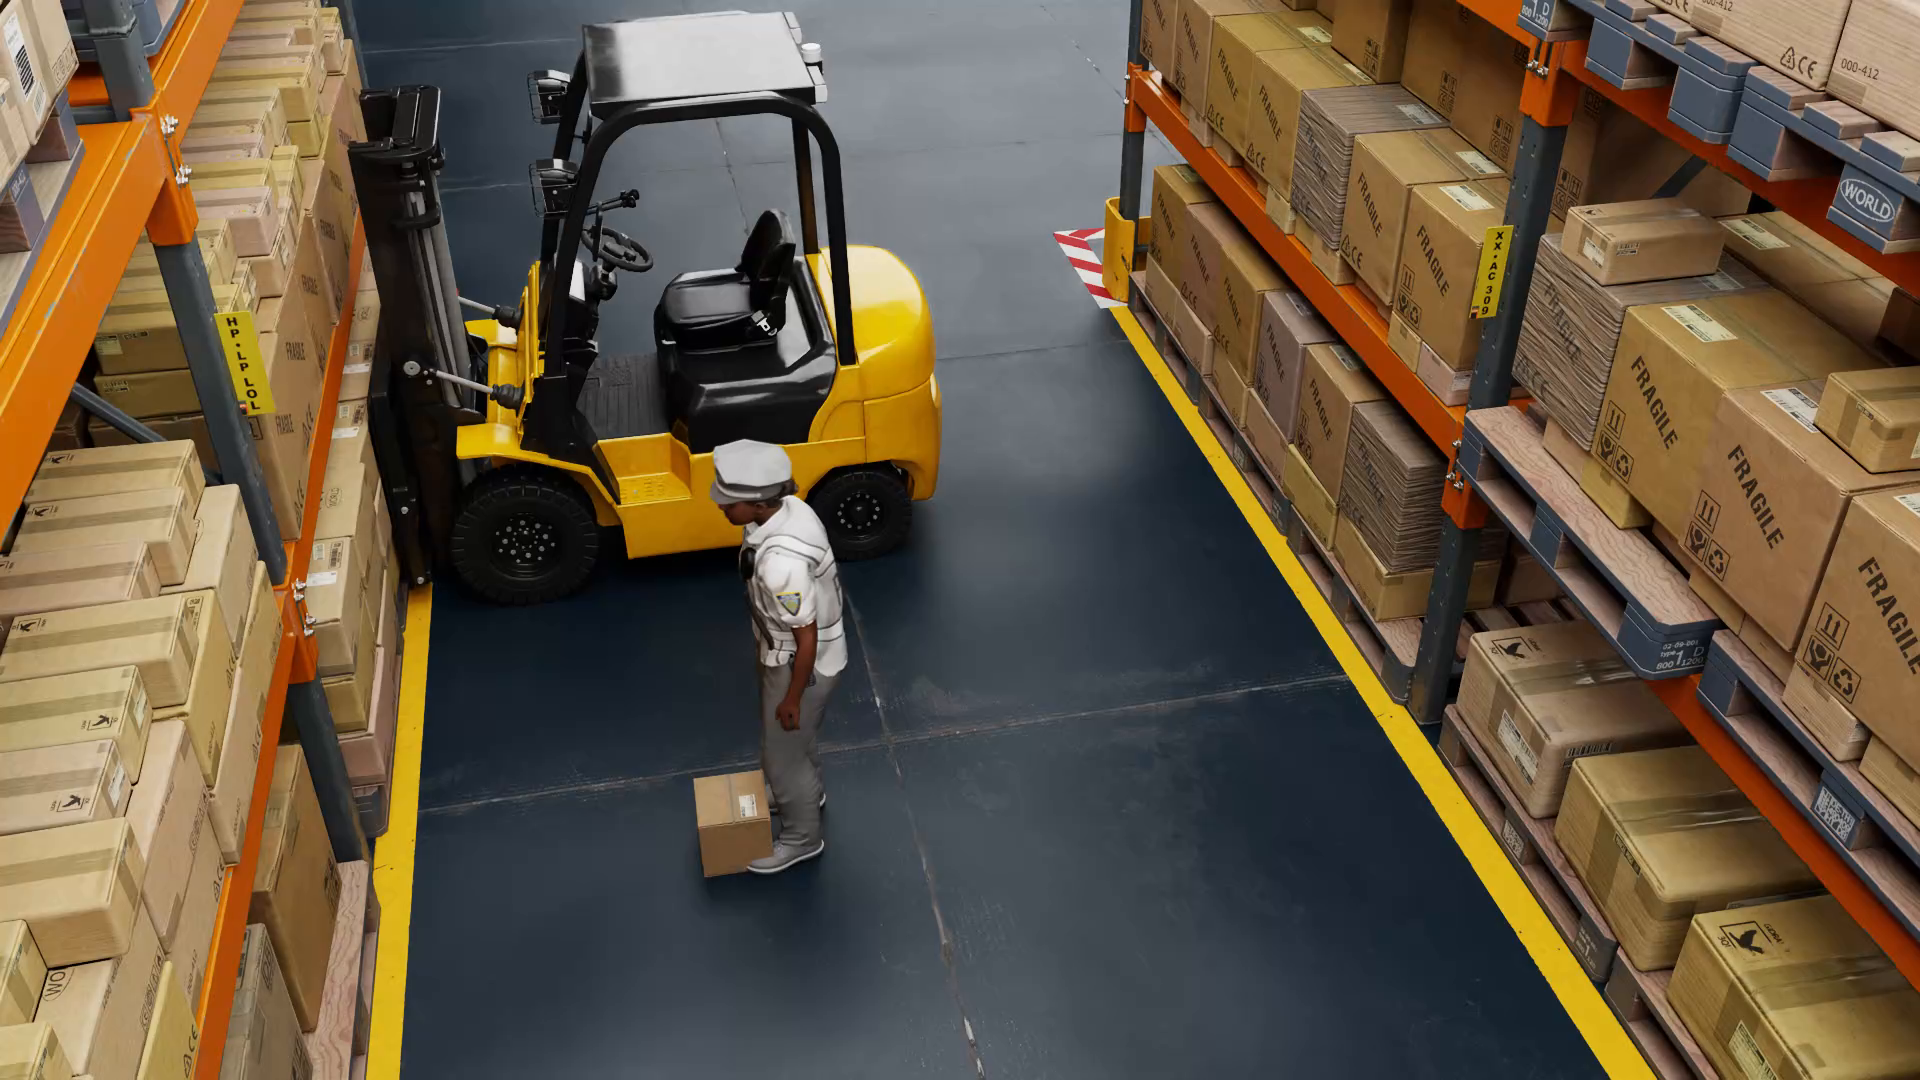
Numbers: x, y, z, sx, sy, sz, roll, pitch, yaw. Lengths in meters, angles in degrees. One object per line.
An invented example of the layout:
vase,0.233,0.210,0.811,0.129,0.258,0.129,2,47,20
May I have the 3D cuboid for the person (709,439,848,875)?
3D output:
person,-0.593,0.395,5.571,0.417,1.658,0.518,-8,35,-11
